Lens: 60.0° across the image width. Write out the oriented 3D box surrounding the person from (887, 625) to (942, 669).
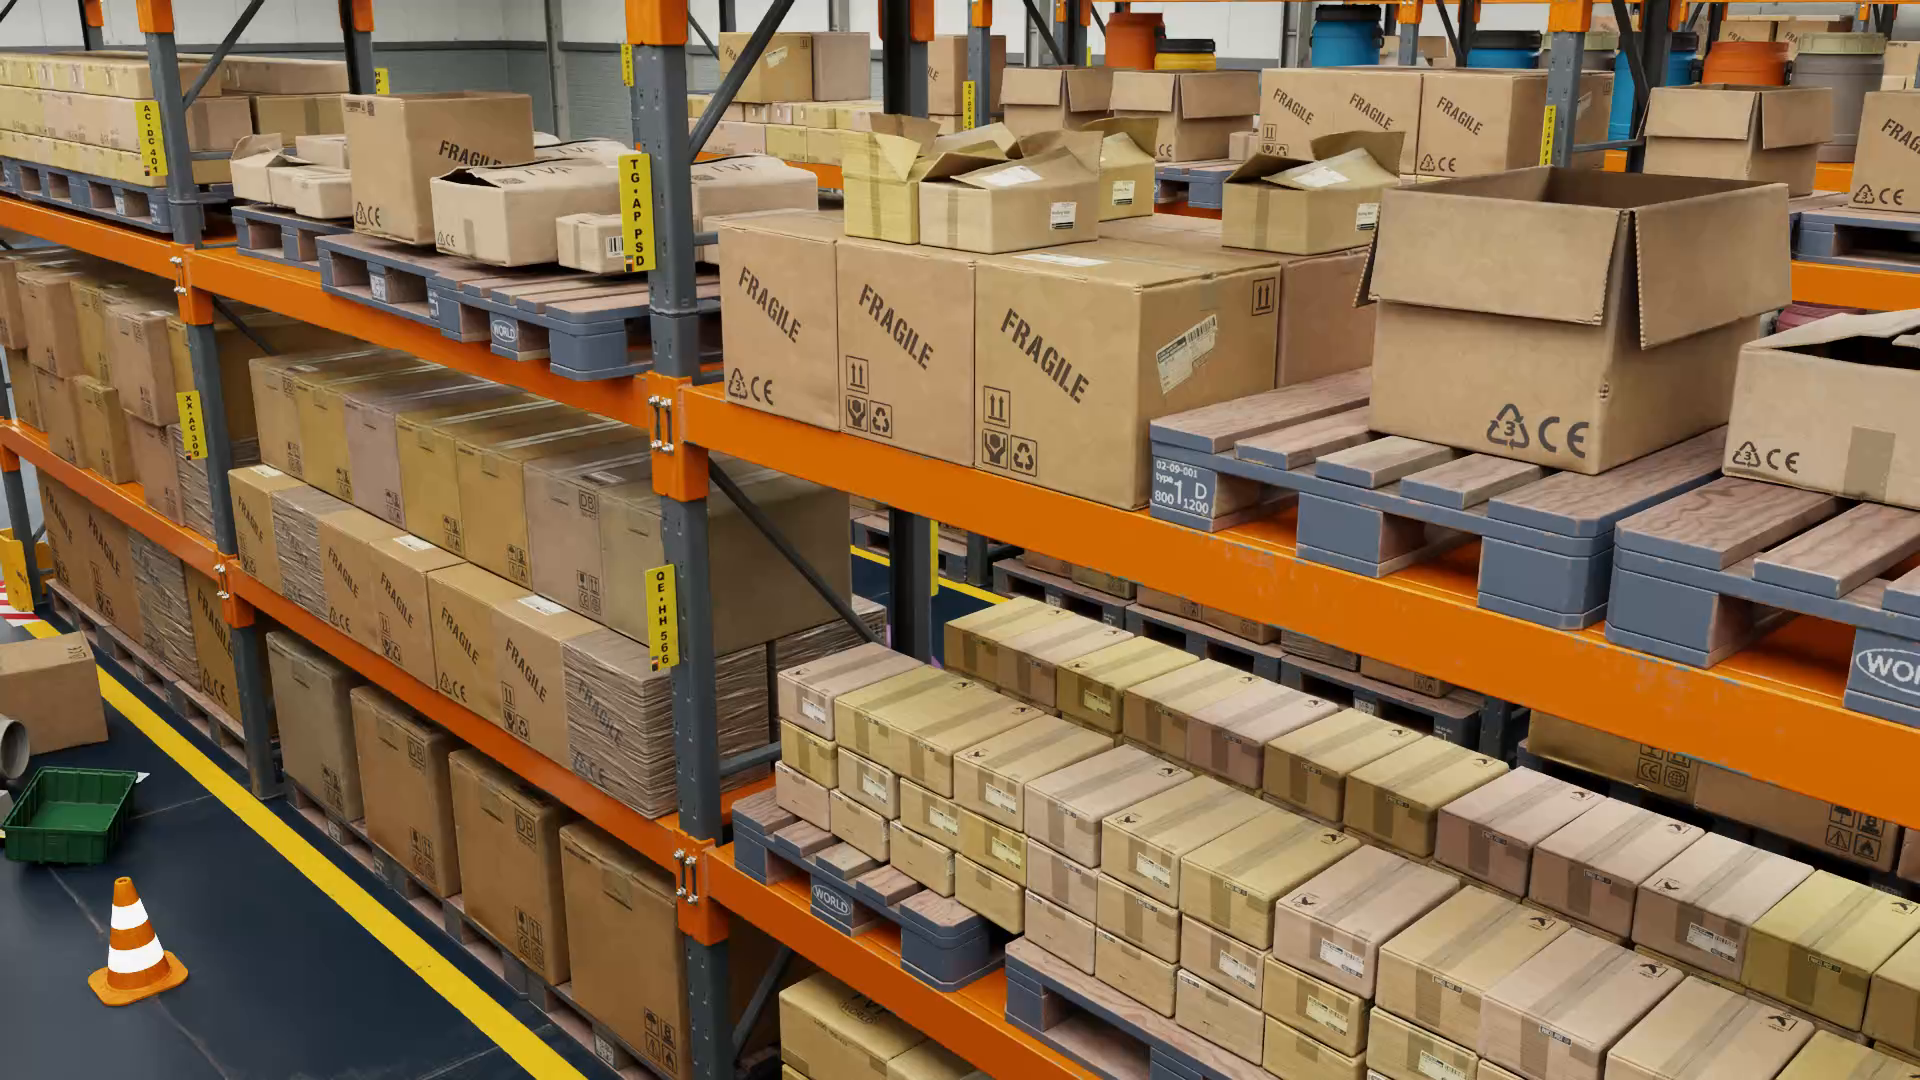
[{"bbox_3d":[-0.422,0.762,8.867,0.809,0.881,0.447,-16,24,-41],"label":"person"}]
